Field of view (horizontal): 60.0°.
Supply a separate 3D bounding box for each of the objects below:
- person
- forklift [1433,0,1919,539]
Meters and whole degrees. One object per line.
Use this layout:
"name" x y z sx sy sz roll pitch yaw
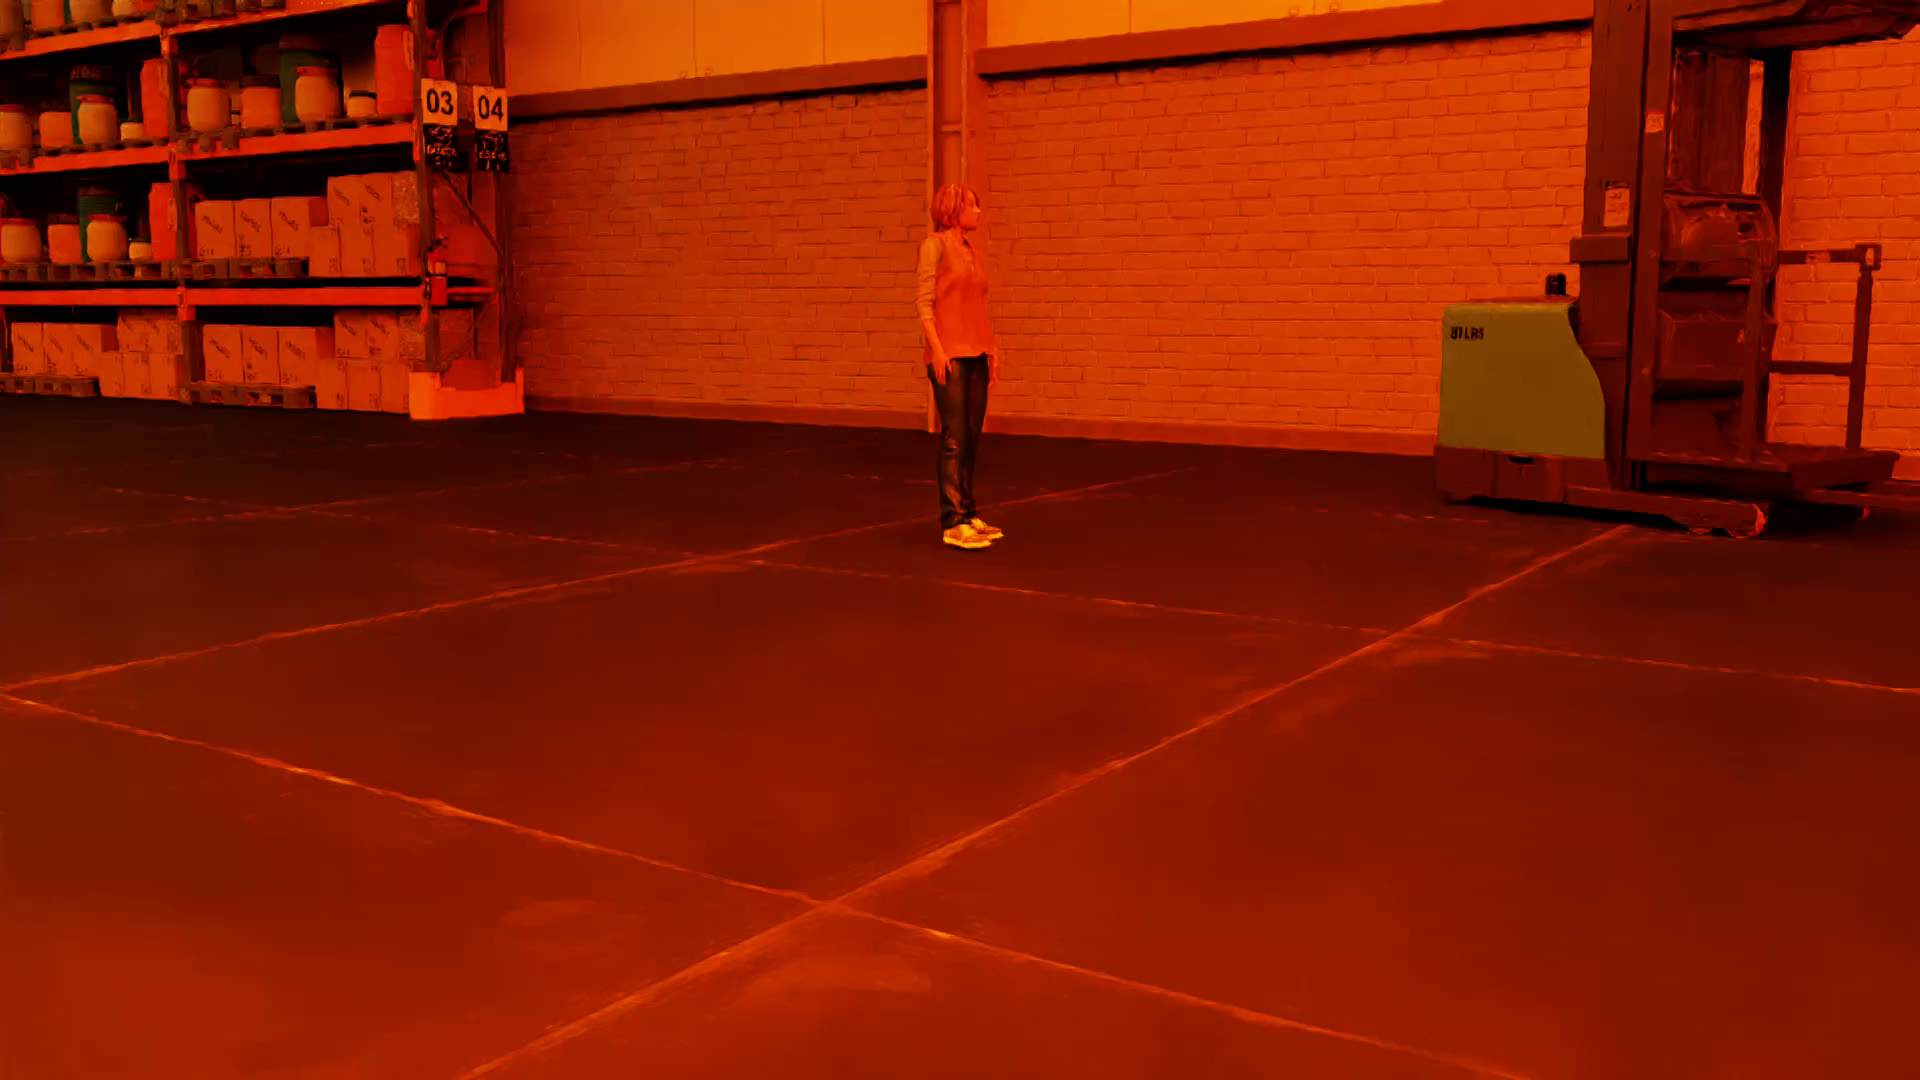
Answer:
"person" 0.054 -0.790 7.438 0.474 1.597 0.520 5 10 34
"forklift" 3.852 -1.534 7.980 1.130 2.935 3.031 -6 10 -36
